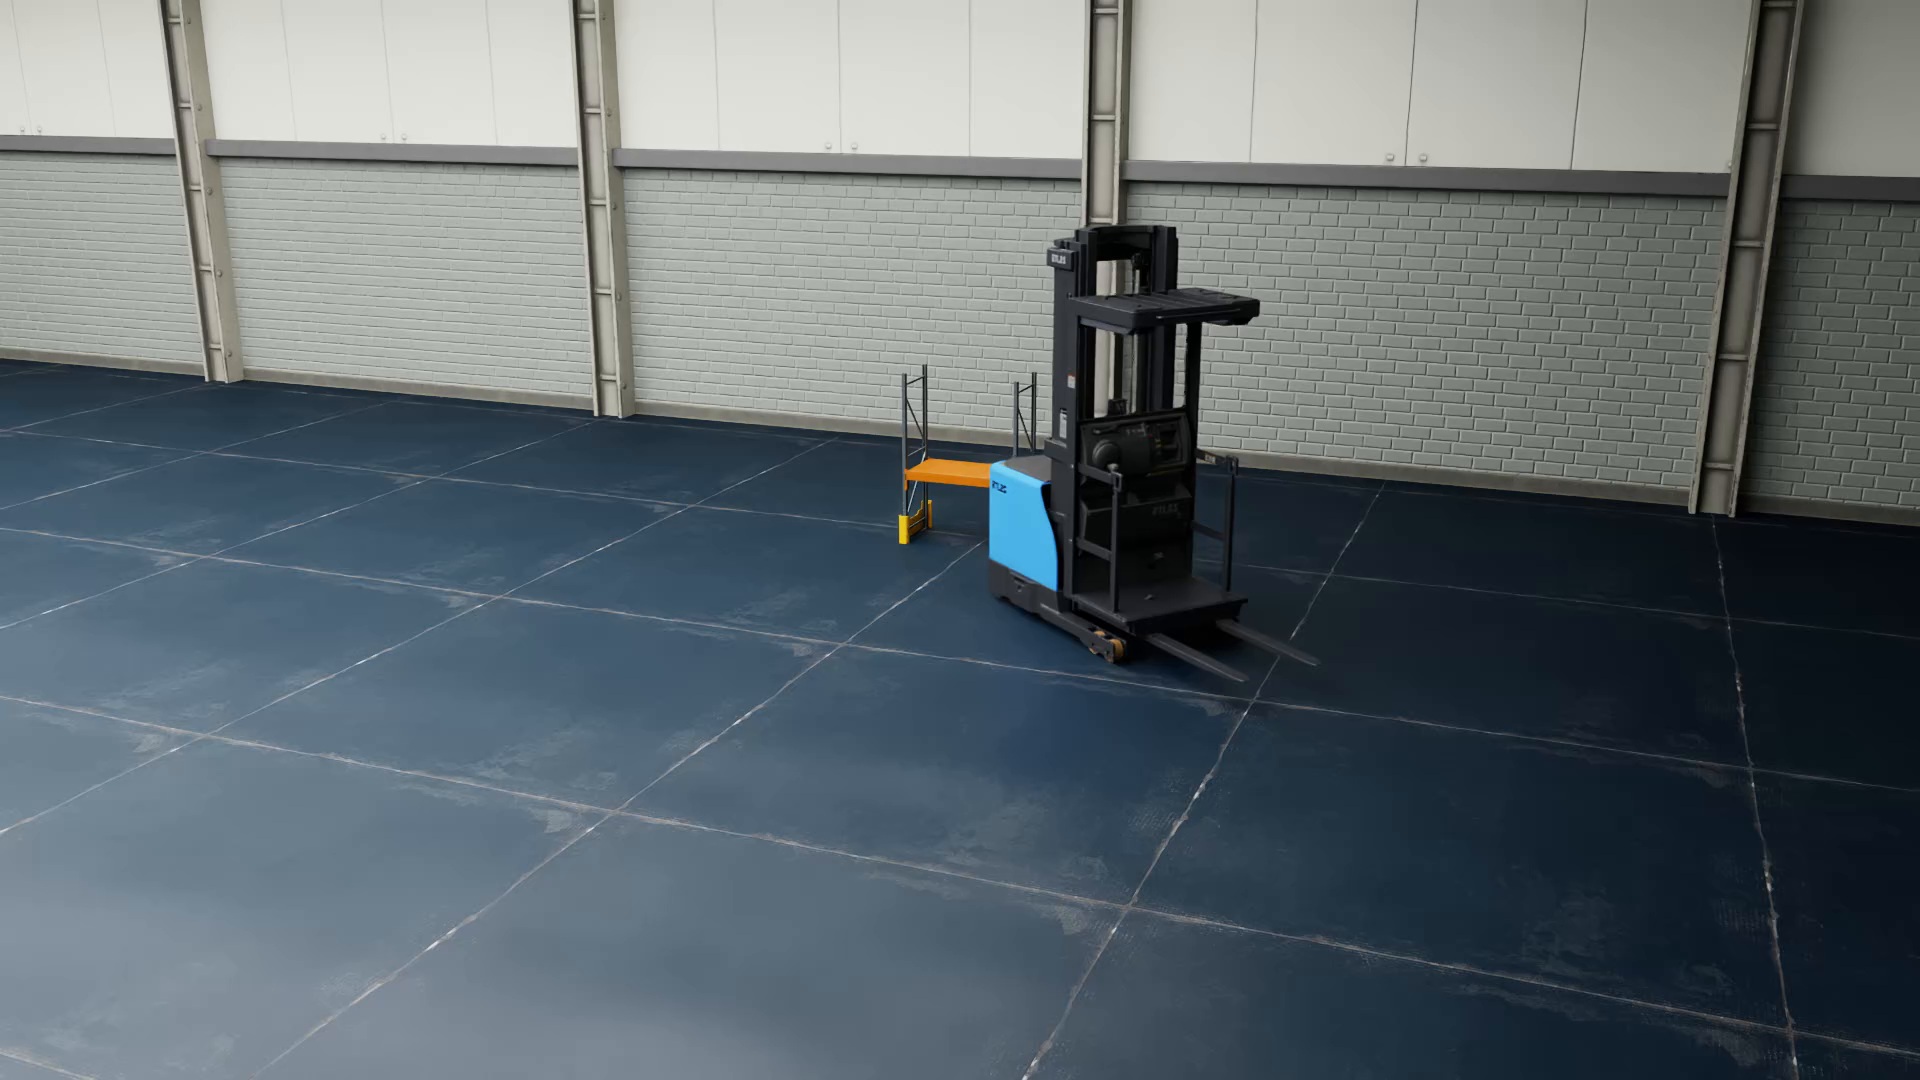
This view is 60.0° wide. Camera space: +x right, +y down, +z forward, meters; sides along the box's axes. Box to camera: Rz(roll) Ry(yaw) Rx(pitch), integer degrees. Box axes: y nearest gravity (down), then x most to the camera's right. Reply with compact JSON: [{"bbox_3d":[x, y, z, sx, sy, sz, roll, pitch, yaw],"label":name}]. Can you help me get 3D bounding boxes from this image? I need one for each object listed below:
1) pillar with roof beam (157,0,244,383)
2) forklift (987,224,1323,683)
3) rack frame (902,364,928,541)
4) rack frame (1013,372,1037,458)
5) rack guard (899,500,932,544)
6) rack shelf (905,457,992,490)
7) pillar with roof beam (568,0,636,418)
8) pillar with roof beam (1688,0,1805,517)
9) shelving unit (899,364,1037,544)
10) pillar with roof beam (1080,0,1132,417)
[{"bbox_3d":[-11.273,-5.316,16.844,0.400,9.000,9.100,6,17,21],"label":"pillar with roof beam"},{"bbox_3d":[1.377,-0.692,11.799,1.130,2.935,3.031,-9,18,-28],"label":"forklift"},{"bbox_3d":[-0.394,-0.764,14.614,0.032,1.500,0.500,6,17,21],"label":"rack frame"},{"bbox_3d":[0.552,-0.660,14.255,0.032,1.500,0.500,6,17,21],"label":"rack frame"},{"bbox_3d":[-0.392,-0.163,14.787,0.087,0.250,0.587,6,17,21],"label":"rack guard"},{"bbox_3d":[0.079,-0.539,14.485,1.000,0.185,0.538,6,17,21],"label":"rack shelf"},{"bbox_3d":[-5.691,-4.702,14.730,0.400,9.000,9.100,6,17,21],"label":"pillar with roof beam"},{"bbox_3d":[5.472,-3.475,10.502,0.400,9.000,9.100,6,17,21],"label":"pillar with roof beam"},{"bbox_3d":[0.071,-0.712,14.438,1.083,1.500,0.587,6,17,21],"label":"shelving unit"},{"bbox_3d":[-0.110,-4.088,12.616,0.400,9.000,9.100,6,17,21],"label":"pillar with roof beam"}]
